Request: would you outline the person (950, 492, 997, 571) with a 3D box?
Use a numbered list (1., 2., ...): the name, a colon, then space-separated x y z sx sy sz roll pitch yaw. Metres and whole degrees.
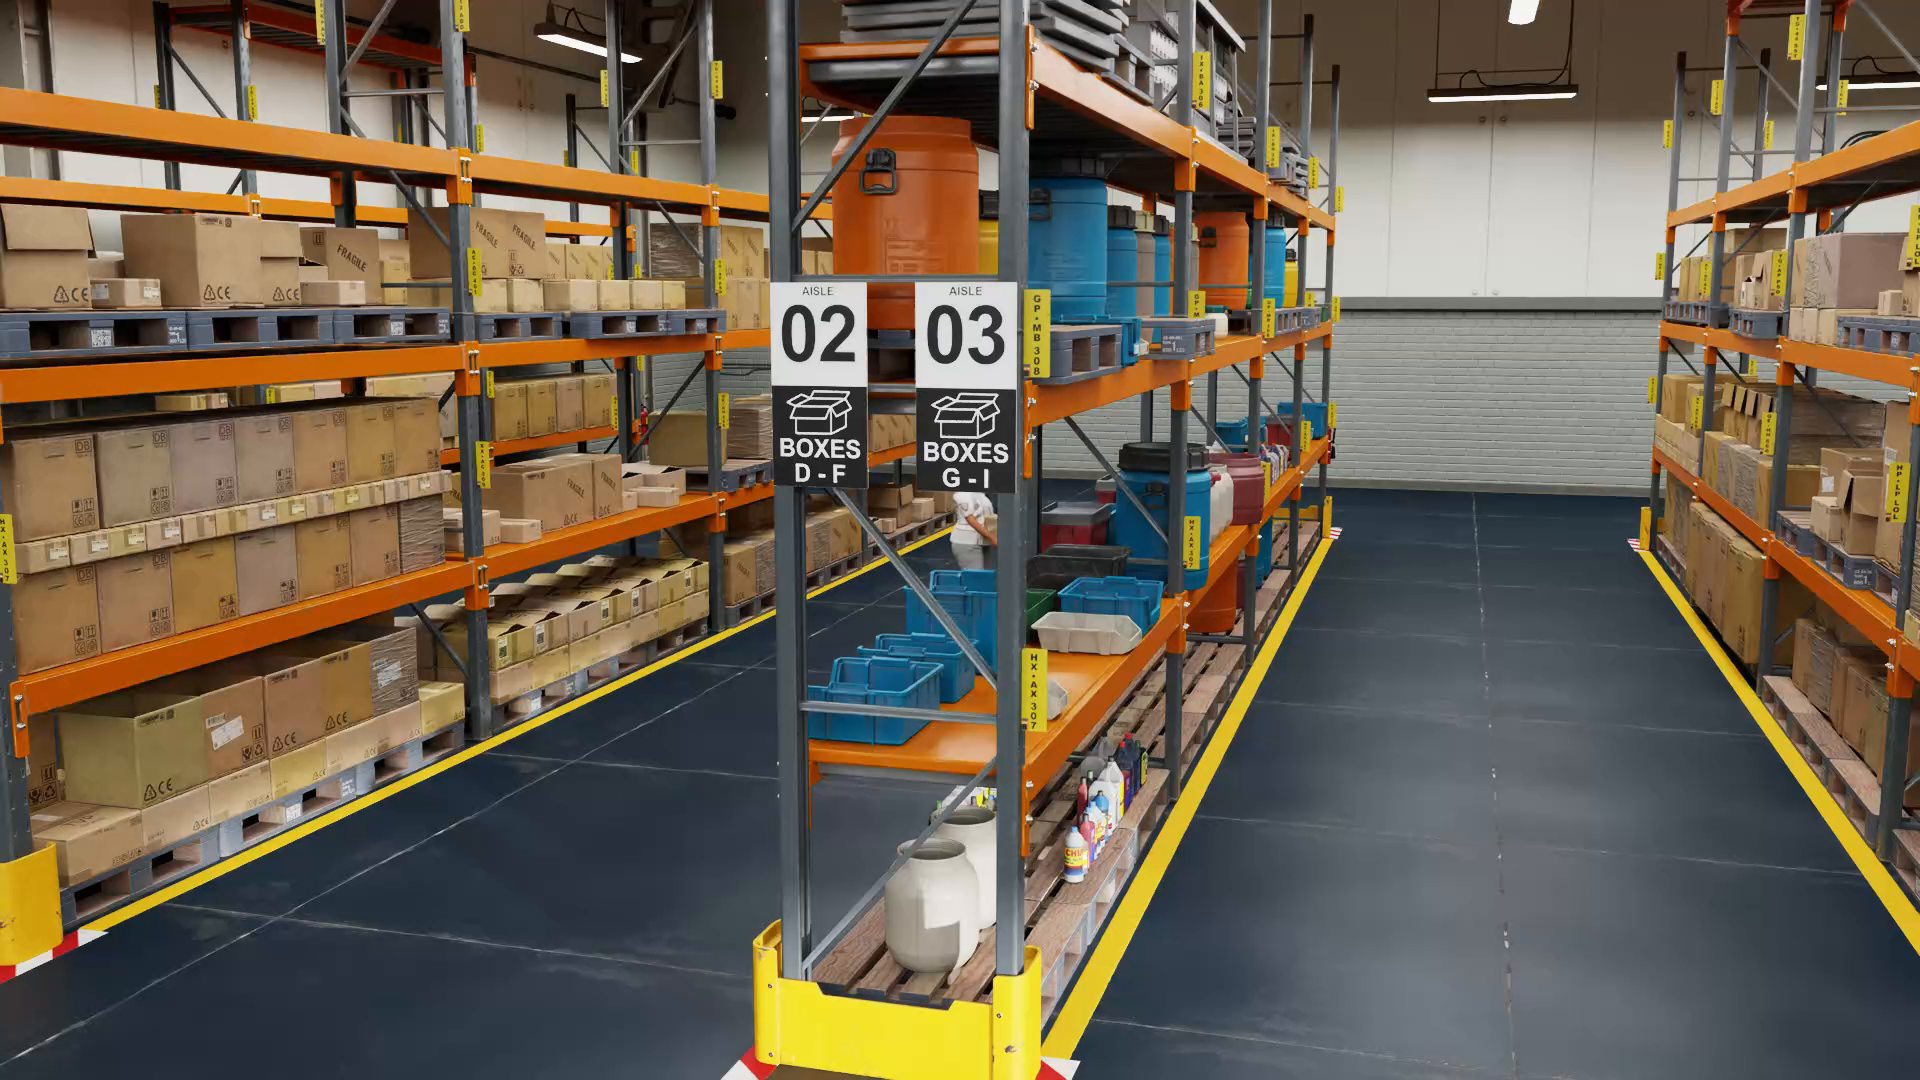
1. person: 0.188 0.066 15.421 0.534 1.653 0.452 3 9 17
